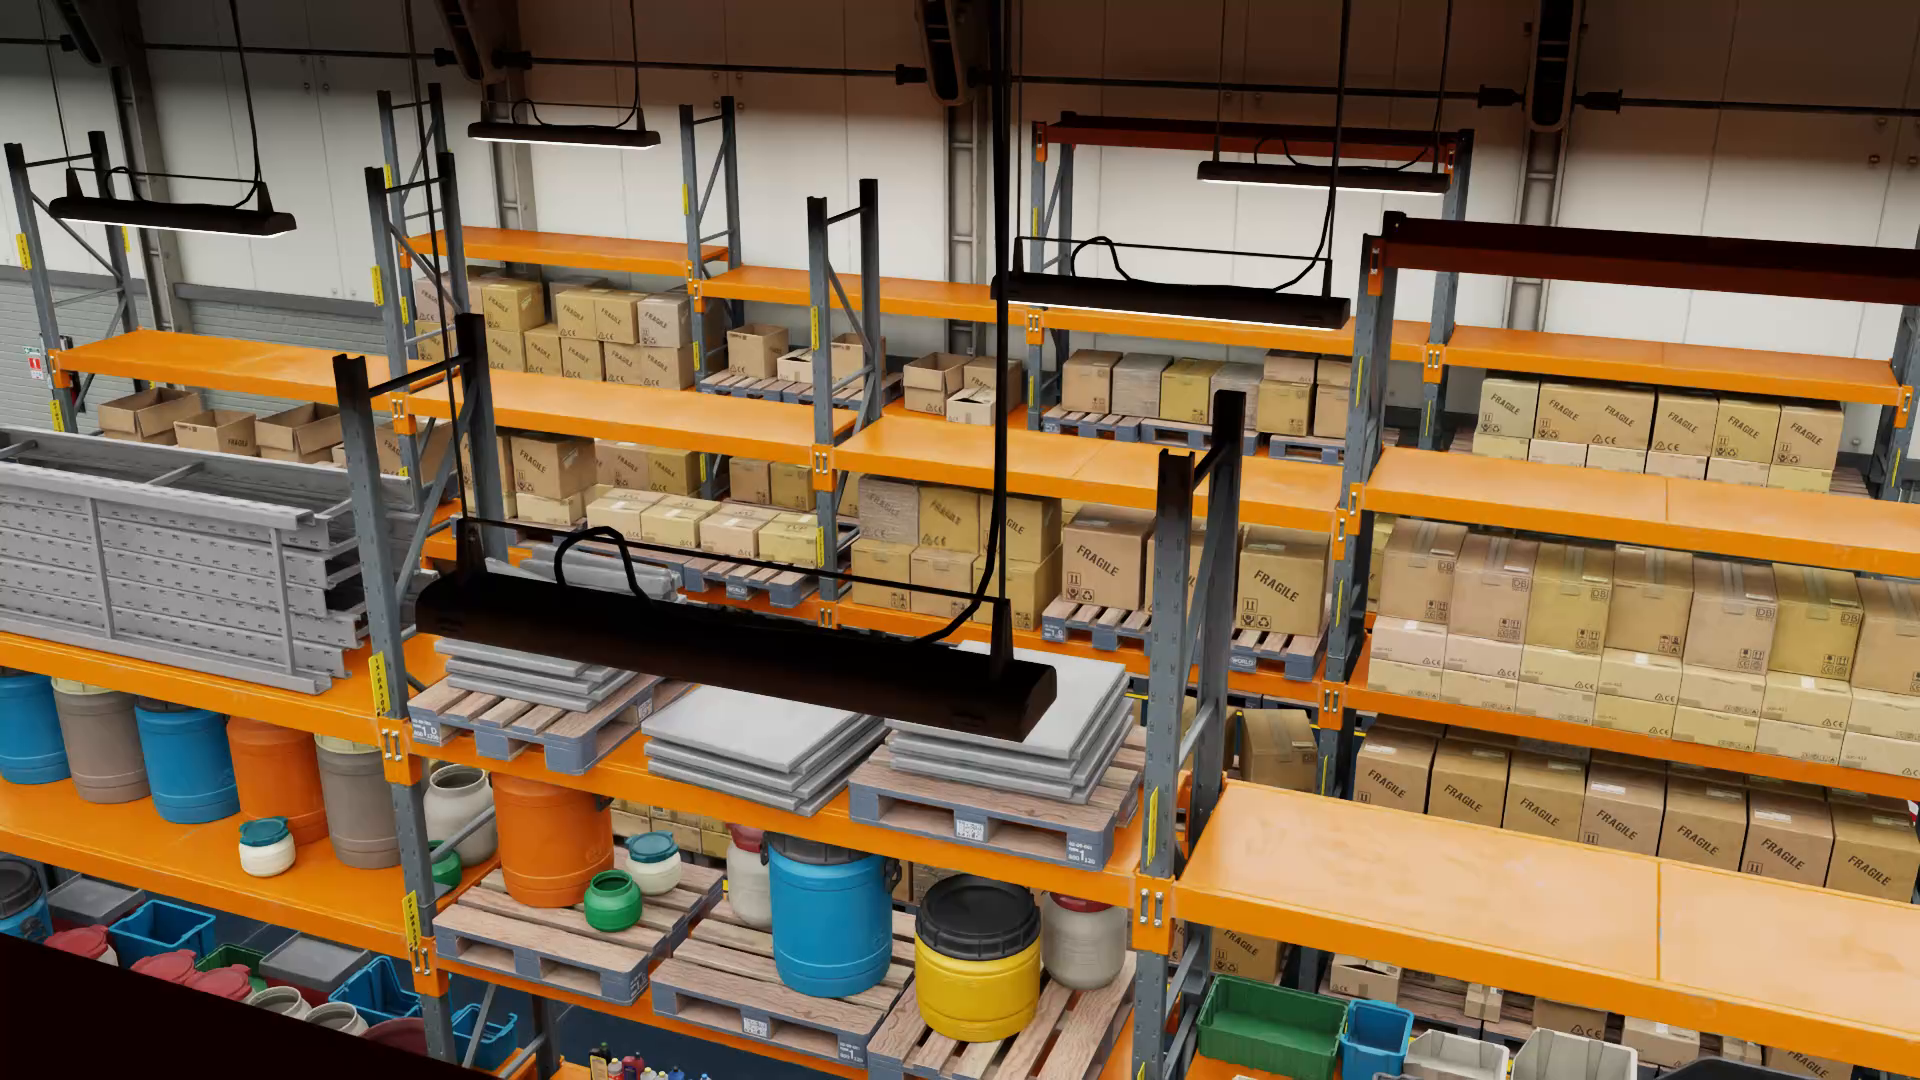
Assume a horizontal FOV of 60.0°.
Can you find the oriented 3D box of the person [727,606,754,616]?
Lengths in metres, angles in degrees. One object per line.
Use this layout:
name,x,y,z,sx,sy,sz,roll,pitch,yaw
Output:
person,-2.198,1.316,16.580,0.877,1.638,0.513,2,21,6
